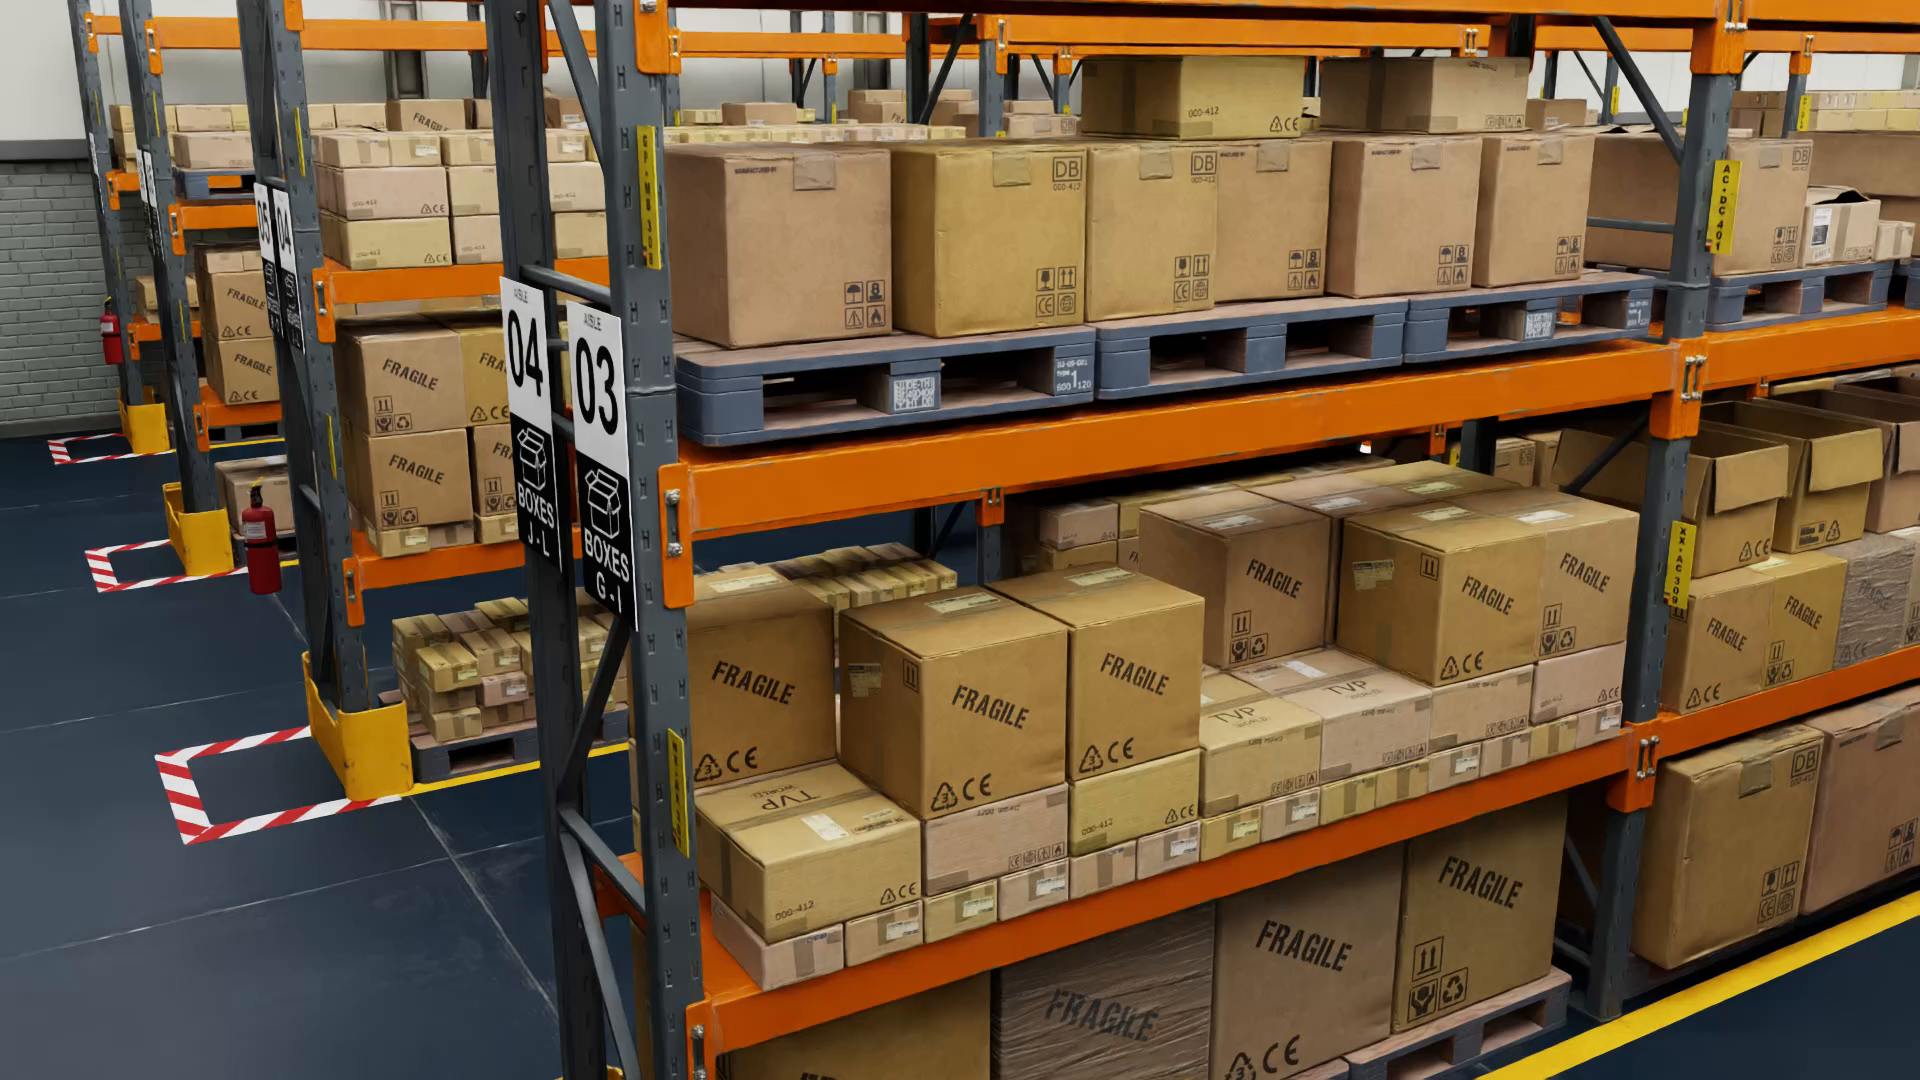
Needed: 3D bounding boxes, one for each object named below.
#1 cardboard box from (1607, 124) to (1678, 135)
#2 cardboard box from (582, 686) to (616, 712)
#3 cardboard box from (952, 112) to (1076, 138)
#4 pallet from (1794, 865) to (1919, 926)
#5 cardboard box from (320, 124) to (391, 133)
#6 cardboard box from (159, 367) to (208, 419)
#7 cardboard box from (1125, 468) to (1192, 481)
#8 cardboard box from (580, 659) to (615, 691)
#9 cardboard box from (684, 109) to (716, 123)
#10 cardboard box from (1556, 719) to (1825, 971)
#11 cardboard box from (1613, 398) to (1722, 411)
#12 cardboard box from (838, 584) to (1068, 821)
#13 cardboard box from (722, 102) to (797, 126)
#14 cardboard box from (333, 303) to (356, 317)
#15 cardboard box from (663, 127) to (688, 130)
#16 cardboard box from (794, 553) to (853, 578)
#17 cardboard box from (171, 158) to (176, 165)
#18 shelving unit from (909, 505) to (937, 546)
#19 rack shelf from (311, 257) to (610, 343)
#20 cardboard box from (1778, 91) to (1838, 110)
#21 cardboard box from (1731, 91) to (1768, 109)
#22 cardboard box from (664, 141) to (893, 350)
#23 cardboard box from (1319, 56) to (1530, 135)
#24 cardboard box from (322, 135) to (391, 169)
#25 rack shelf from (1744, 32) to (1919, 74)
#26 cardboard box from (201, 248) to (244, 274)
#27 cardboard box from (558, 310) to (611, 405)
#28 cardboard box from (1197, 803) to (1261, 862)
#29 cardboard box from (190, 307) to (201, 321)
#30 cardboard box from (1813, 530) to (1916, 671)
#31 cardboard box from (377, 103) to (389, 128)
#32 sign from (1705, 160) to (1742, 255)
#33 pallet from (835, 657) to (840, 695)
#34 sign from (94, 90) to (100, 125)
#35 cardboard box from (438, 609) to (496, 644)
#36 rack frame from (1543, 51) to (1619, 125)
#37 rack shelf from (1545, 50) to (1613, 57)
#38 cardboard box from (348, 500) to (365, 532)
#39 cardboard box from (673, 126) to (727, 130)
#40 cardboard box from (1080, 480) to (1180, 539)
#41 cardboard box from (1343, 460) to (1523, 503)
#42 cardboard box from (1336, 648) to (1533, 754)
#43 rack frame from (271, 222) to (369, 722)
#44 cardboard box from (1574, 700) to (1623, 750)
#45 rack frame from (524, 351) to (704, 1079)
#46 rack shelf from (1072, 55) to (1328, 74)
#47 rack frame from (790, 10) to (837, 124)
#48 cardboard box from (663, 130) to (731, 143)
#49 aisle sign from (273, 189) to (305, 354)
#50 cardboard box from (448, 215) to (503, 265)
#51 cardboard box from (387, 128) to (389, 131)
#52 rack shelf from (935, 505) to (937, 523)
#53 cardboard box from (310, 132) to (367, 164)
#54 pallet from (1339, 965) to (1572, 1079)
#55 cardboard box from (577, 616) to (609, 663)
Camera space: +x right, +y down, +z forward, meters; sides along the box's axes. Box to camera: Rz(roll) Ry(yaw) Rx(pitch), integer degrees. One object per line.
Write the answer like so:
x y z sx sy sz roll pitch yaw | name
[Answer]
5.424 -3.210 13.446 0.500 0.311 0.500 -10 19 -32 | cardboard box
-2.192 0.886 9.696 0.250 0.149 0.380 -9 18 -29 | cardboard box
0.337 -2.462 10.615 0.500 0.500 0.700 -9 18 -30 | cardboard box
4.093 1.469 8.279 1.213 0.211 1.003 -9 18 -30 | pallet
-4.800 -3.164 13.283 0.500 0.311 0.500 -9 18 -29 | cardboard box
-8.095 -1.527 17.646 0.637 0.503 0.797 -10 19 -32 | cardboard box
1.357 -0.407 12.268 0.500 0.250 0.500 -10 19 -32 | cardboard box
-2.188 0.740 9.667 0.250 0.149 0.380 -9 18 -28 | cardboard box
-3.065 -4.986 19.571 0.250 0.149 0.380 -9 18 -30 | cardboard box
2.962 1.149 7.413 0.875 0.875 1.225 -9 18 -30 | cardboard box
6.328 -0.864 14.825 0.750 0.750 1.050 -9 18 -30 | cardboard box
-0.026 0.472 5.008 0.500 0.500 0.500 -10 18 -31 | cardboard box
-1.775 -3.622 14.751 0.500 0.500 0.500 -10 18 -31 | cardboard box
-5.111 -1.919 13.162 0.500 0.500 0.500 -10 18 -31 | cardboard box
-1.787 -2.350 9.790 0.250 0.149 0.380 -10 18 -31 | cardboard box
-0.904 0.215 10.987 0.250 0.149 0.380 -9 18 -30 | cardboard box
-8.064 -3.820 16.887 0.250 0.149 0.380 -9 18 -29 | cardboard box
0.006 -0.723 13.711 0.755 1.500 0.431 -9 18 -30 | shelving unit
-1.759 -1.560 9.694 4.000 0.370 1.077 -9 18 -30 | rack shelf
7.300 -3.782 14.311 0.250 0.149 0.380 -9 18 -29 | cardboard box
6.963 -3.935 14.856 0.250 0.149 0.380 -9 18 -30 | cardboard box
-0.587 -0.850 4.679 0.500 0.500 0.700 -11 19 -33 | cardboard box
1.614 -1.553 5.798 0.500 0.250 0.500 -11 19 -33 | cardboard box
-3.078 -1.981 8.476 0.250 0.149 0.380 -9 18 -30 | cardboard box
8.528 -4.480 15.293 4.000 0.370 1.077 -9 18 -30 | rack shelf
-5.662 -2.143 12.757 0.250 0.149 0.380 -9 18 -29 | cardboard box
-2.065 -0.997 9.320 0.500 0.500 0.500 -10 18 -31 | cardboard box
0.787 0.911 5.567 0.250 0.149 0.380 -10 18 -31 | cardboard box
-8.051 -2.371 17.275 0.250 0.149 0.380 -9 18 -28 | cardboard box
3.806 0.228 7.355 0.500 0.500 0.500 -10 18 -31 | cardboard box
-5.979 -4.577 17.924 0.500 0.250 0.500 -10 18 -31 | cardboard box
2.711 -1.182 5.907 0.005 0.325 0.100 -9 18 -30 | sign
-0.602 0.704 11.007 1.213 0.211 1.003 -9 18 -30 | pallet
-8.389 -4.203 16.170 0.005 0.325 0.100 -9 18 -30 | sign
-2.905 0.546 9.806 0.250 0.149 0.380 -9 18 -29 | cardboard box
7.606 -6.428 20.170 0.127 3.000 1.000 -9 18 -30 | rack frame
5.892 -5.802 19.275 4.000 0.370 1.077 -9 18 -30 | rack shelf
-3.339 -0.174 9.438 0.250 0.149 0.380 -9 18 -30 | cardboard box
-1.570 -2.389 9.931 0.250 0.149 0.380 -8 18 -27 | cardboard box
1.180 -0.216 11.587 0.500 0.250 0.500 -9 18 -28 | cardboard box
1.881 -0.003 6.702 0.500 0.500 0.500 -9 18 -30 | cardboard box
1.738 0.545 6.135 0.500 0.250 0.500 -9 18 -28 | cardboard box
-3.473 -0.184 9.010 0.127 3.000 1.000 -9 18 -30 | rack frame
2.331 0.661 6.462 0.250 0.149 0.380 -9 18 -29 | cardboard box
-1.005 0.977 4.866 0.127 3.000 1.000 -9 18 -30 | rack frame
3.332 -6.759 23.424 4.000 0.370 1.077 -9 18 -30 | rack shelf
-1.811 -6.464 20.298 0.127 3.000 1.000 -9 18 -30 | rack frame
-1.473 -2.213 9.301 0.250 0.149 0.380 -10 18 -31 | cardboard box
-3.381 -1.356 8.375 0.004 0.787 0.394 -9 18 -30 | aisle sign
-2.503 -1.632 8.894 0.500 0.250 0.500 -9 18 -28 | cardboard box
-5.964 -4.335 17.987 0.500 0.250 0.500 -10 18 -32 | cardboard box
0.006 -0.409 13.799 0.720 0.370 0.431 -9 18 -30 | rack shelf
-3.339 -2.103 8.911 0.250 0.149 0.380 -9 18 -30 | cardboard box
1.731 1.852 6.913 1.213 0.211 1.003 -9 18 -30 | pallet
-2.223 0.580 9.683 0.250 0.149 0.380 -10 19 -32 | cardboard box
